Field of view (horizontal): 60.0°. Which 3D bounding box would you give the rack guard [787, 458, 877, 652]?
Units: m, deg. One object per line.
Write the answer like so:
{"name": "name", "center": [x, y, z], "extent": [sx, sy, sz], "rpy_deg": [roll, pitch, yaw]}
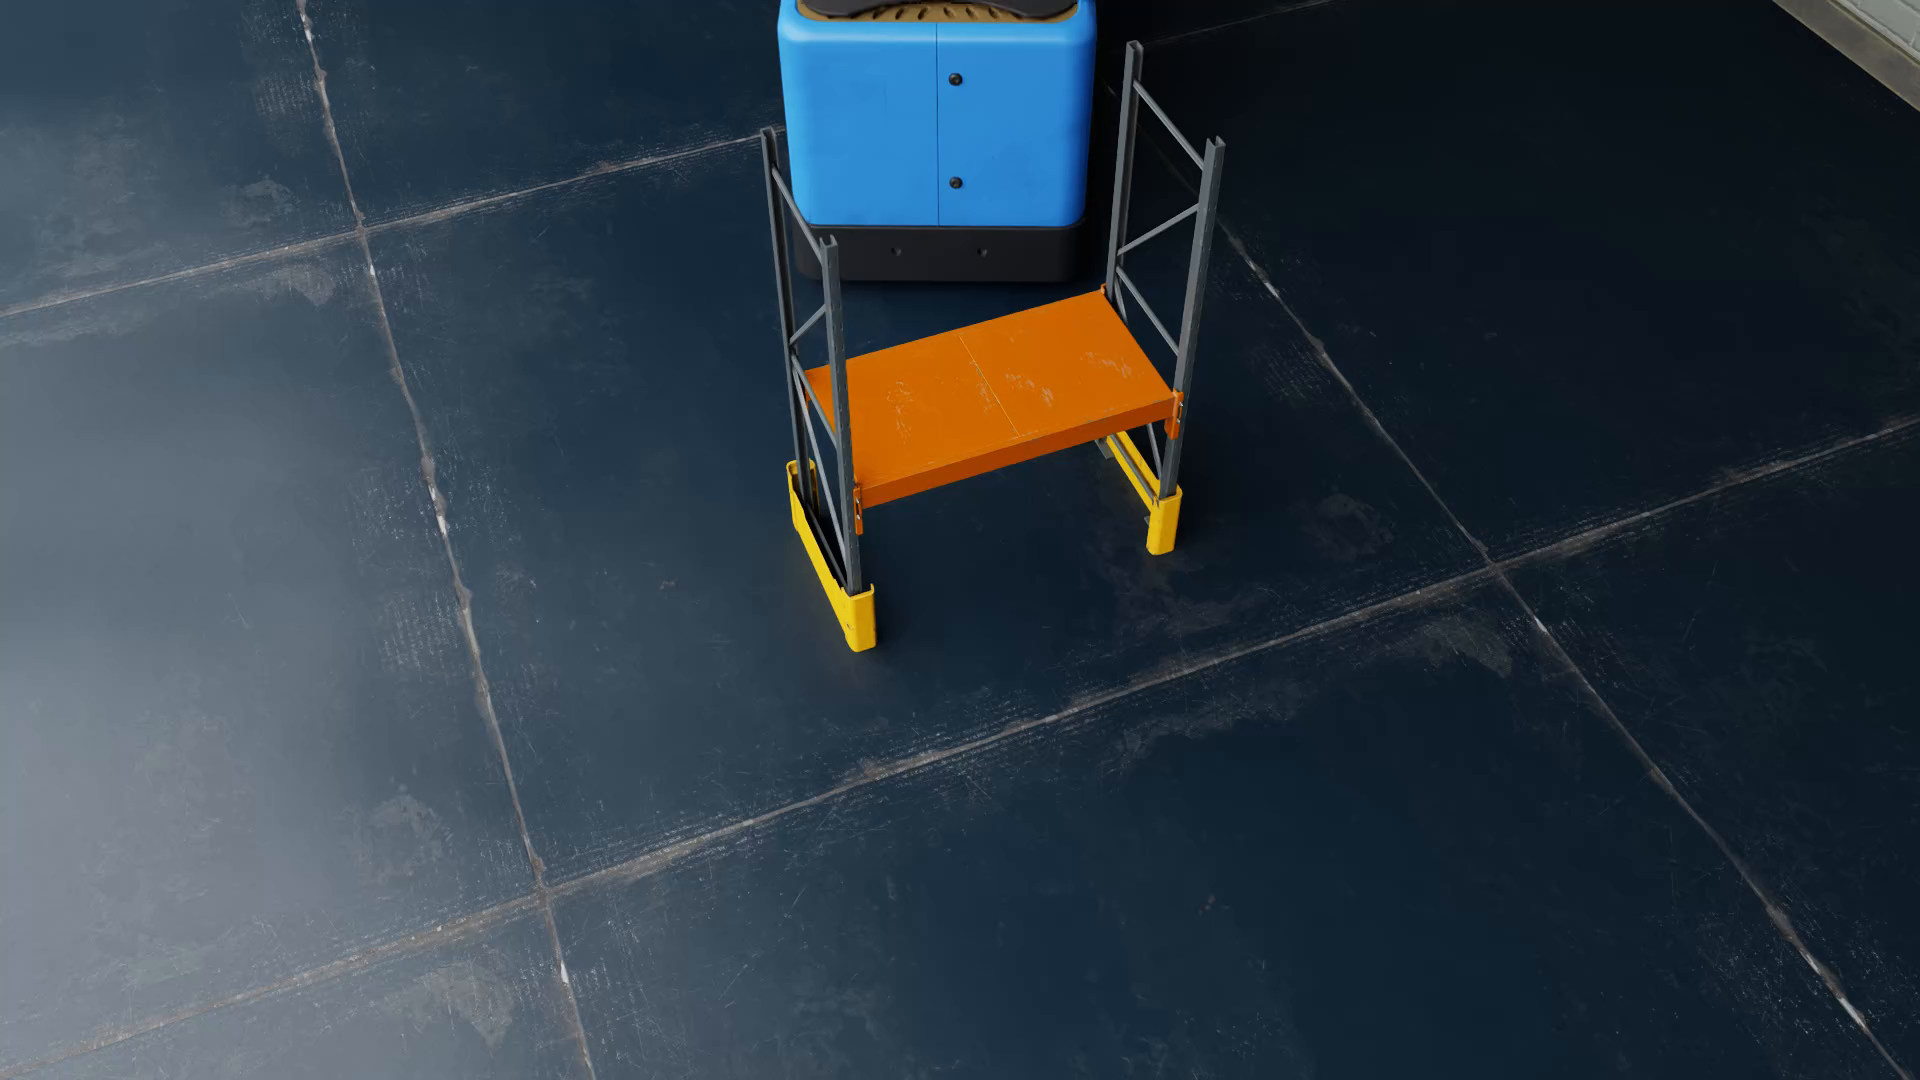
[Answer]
{"name": "rack guard", "center": [-0.390, 0.040, 5.051], "extent": [0.087, 0.250, 0.587], "rpy_deg": [-17, 52, -14]}

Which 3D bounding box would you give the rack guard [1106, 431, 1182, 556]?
{"name": "rack guard", "center": [0.532, -0.246, 5.297], "extent": [0.087, 0.250, 0.587], "rpy_deg": [-17, 52, -14]}

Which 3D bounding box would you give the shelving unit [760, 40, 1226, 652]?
{"name": "shelving unit", "center": [0.071, -0.510, 4.700], "extent": [1.083, 1.500, 0.587], "rpy_deg": [-17, 52, -14]}

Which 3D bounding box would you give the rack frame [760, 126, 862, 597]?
{"name": "rack frame", "center": [-0.392, -0.367, 4.577], "extent": [0.032, 1.500, 0.500], "rpy_deg": [-17, 52, -14]}

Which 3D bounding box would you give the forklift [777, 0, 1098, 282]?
{"name": "forklift", "center": [-0.055, -2.982, 5.879], "extent": [1.130, 2.935, 3.031], "rpy_deg": [1, 49, 0]}

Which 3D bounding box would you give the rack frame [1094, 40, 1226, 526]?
{"name": "rack frame", "center": [0.550, -0.659, 4.827], "extent": [0.032, 1.500, 0.500], "rpy_deg": [-17, 52, -14]}

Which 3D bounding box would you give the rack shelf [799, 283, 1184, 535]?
{"name": "rack shelf", "center": [0.079, -0.396, 4.838], "extent": [1.000, 0.185, 0.538], "rpy_deg": [-17, 52, -14]}
